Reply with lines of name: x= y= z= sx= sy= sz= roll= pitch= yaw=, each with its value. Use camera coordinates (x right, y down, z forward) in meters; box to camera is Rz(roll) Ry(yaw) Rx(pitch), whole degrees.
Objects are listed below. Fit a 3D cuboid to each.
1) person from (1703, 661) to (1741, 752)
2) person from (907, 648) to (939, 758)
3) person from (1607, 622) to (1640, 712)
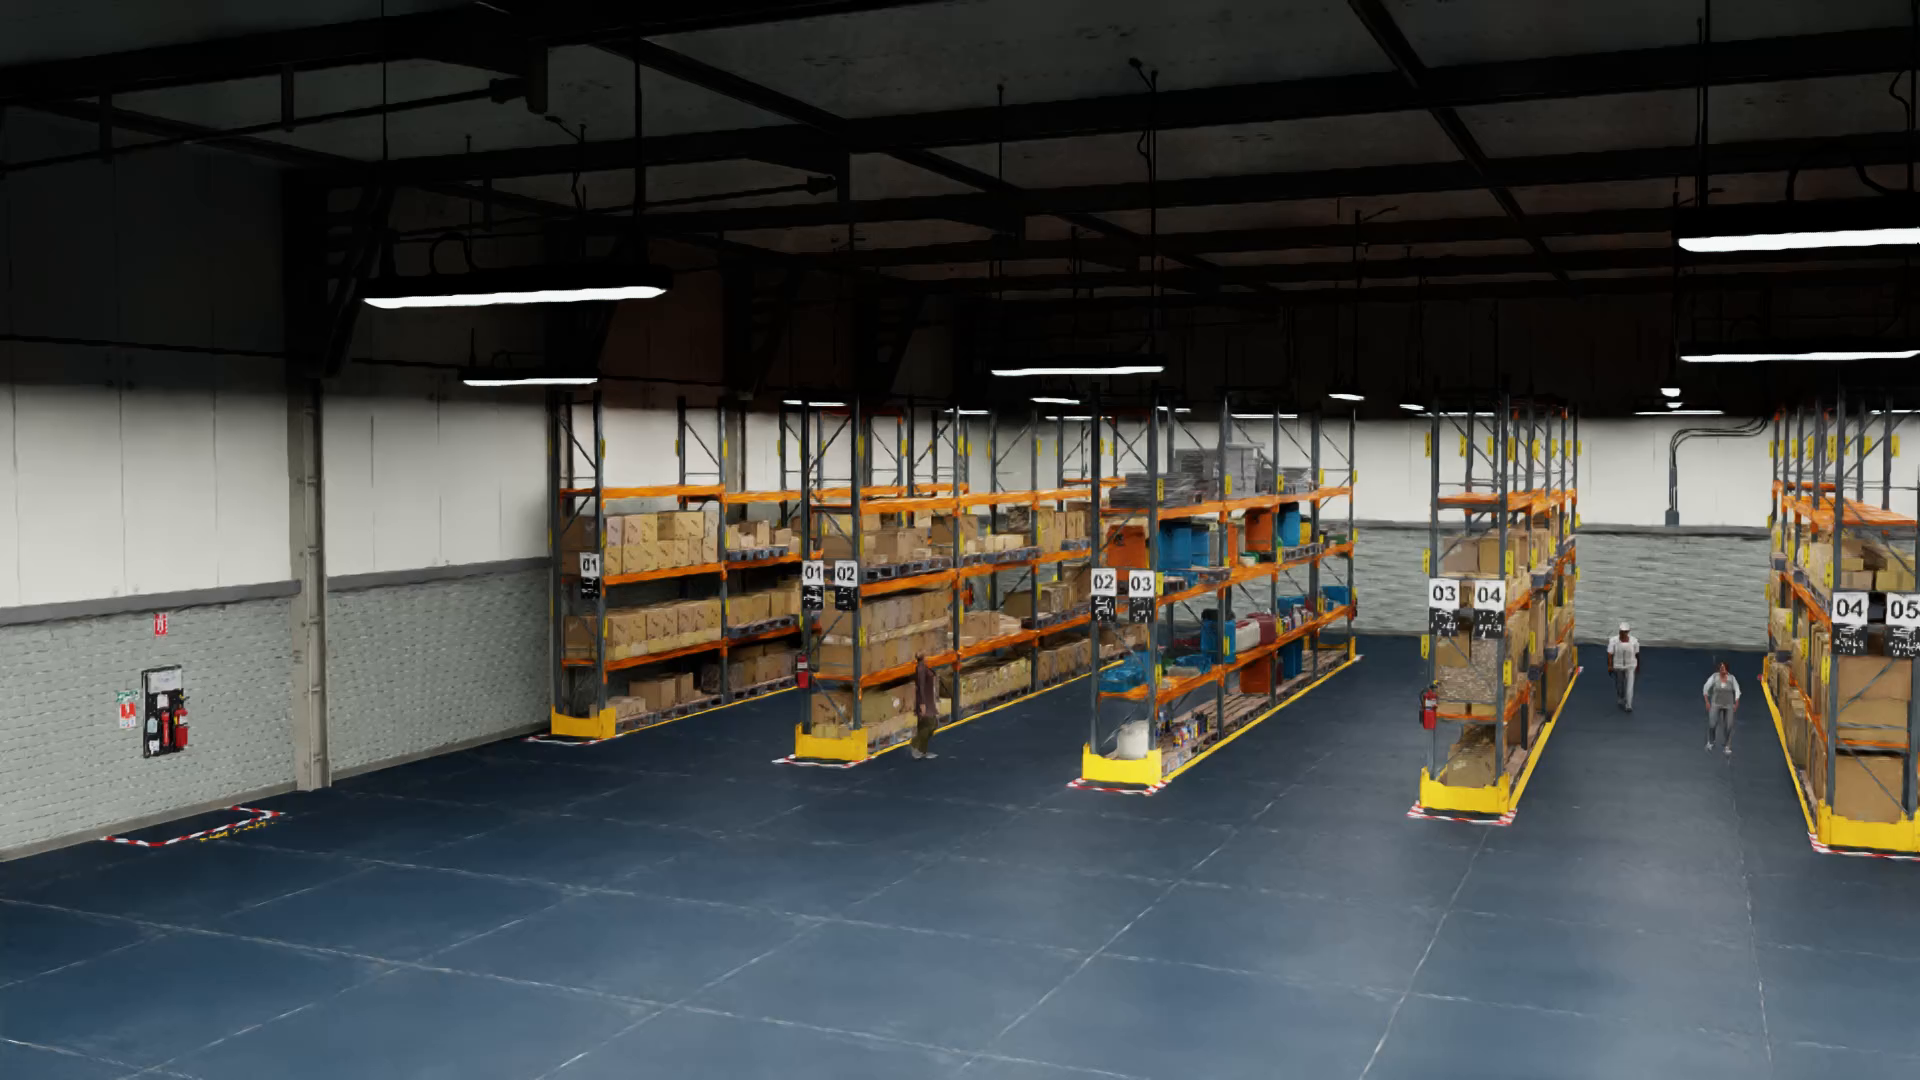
person: x=12.509 y=2.728 z=27.322 sx=0.566 sy=1.541 sz=0.519 roll=1 pitch=3 yaw=21
person: x=-0.596 y=2.634 z=26.731 sx=0.517 sy=1.779 sz=0.634 roll=0 pitch=3 yaw=-3
person: x=12.637 y=2.396 z=31.684 sx=0.577 sy=1.691 sz=1.121 roll=2 pitch=4 yaw=26
